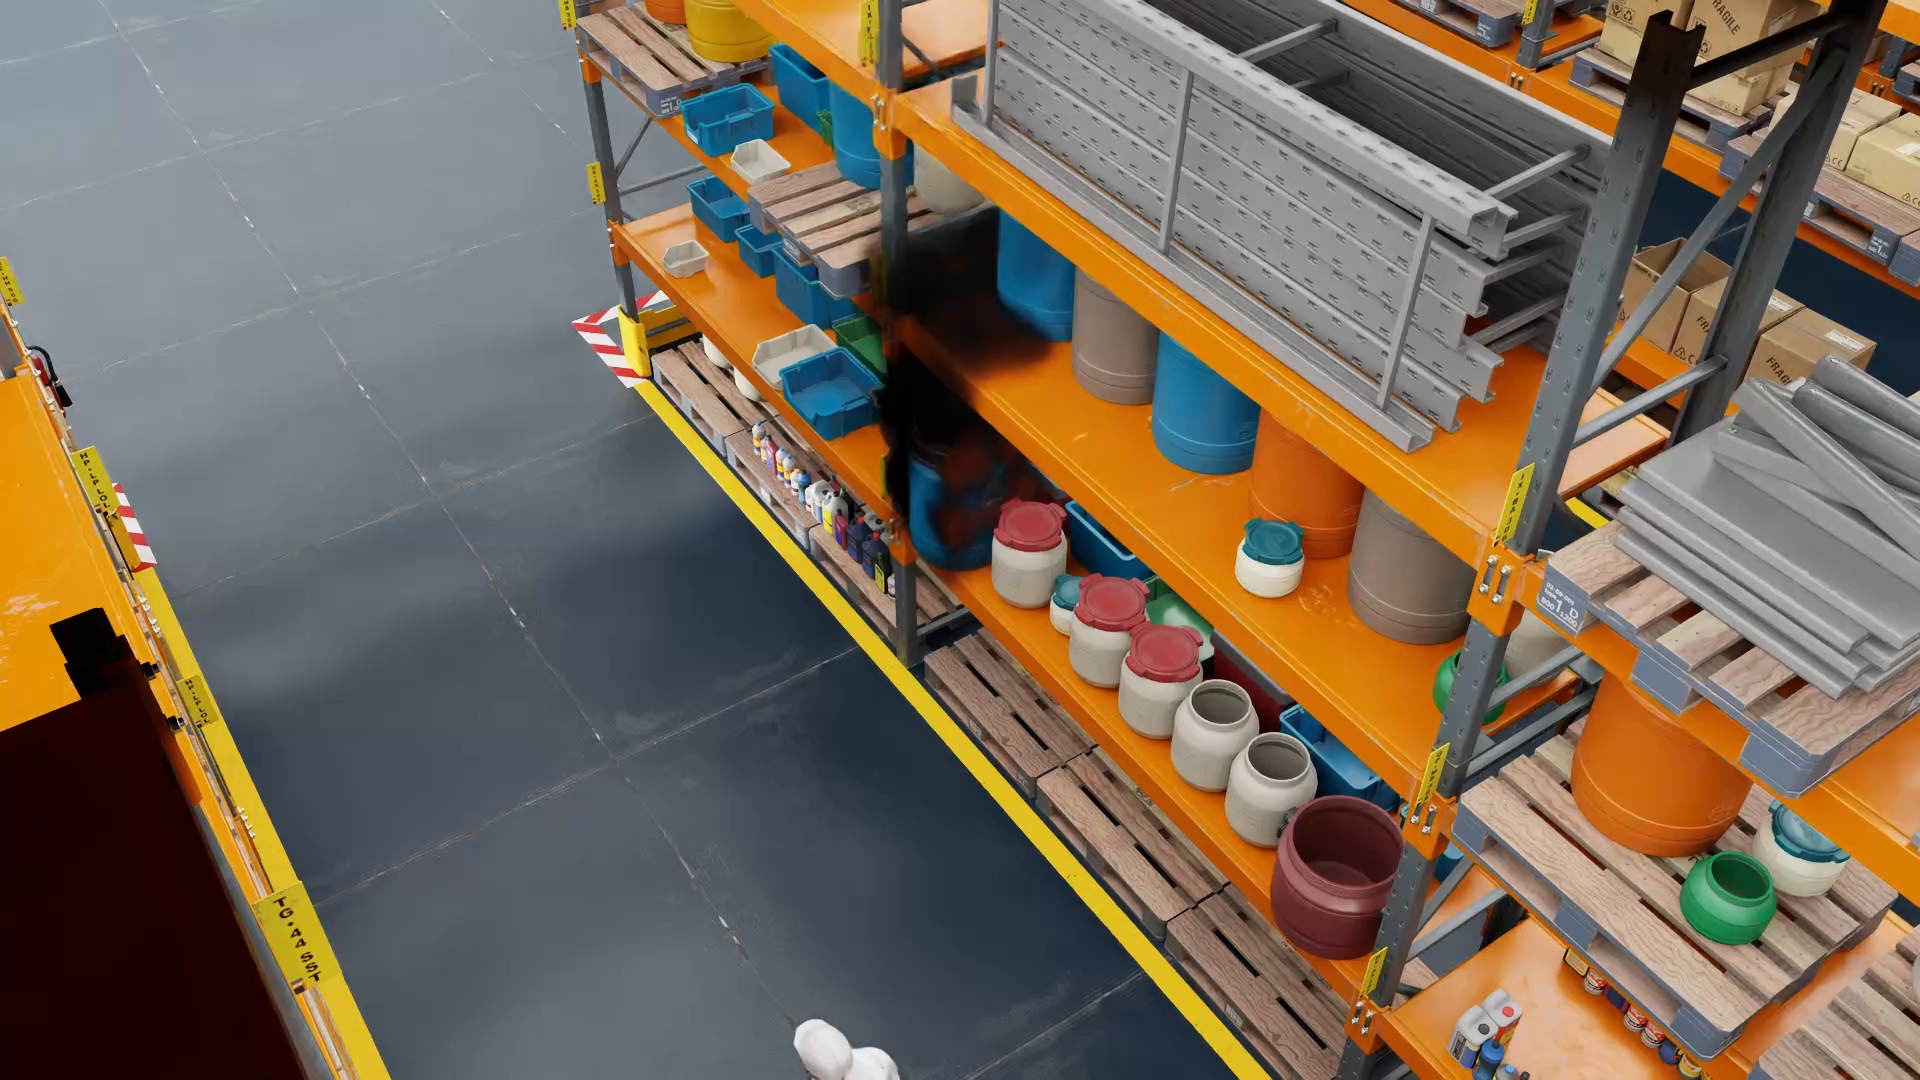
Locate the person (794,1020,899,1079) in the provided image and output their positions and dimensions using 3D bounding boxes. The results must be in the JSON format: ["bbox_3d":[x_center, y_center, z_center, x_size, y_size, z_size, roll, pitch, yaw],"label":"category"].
[{"bbox_3d":[-0.492,2.763,7.444,0.640,1.796,0.890,-27,49,-26],"label":"person"}]
